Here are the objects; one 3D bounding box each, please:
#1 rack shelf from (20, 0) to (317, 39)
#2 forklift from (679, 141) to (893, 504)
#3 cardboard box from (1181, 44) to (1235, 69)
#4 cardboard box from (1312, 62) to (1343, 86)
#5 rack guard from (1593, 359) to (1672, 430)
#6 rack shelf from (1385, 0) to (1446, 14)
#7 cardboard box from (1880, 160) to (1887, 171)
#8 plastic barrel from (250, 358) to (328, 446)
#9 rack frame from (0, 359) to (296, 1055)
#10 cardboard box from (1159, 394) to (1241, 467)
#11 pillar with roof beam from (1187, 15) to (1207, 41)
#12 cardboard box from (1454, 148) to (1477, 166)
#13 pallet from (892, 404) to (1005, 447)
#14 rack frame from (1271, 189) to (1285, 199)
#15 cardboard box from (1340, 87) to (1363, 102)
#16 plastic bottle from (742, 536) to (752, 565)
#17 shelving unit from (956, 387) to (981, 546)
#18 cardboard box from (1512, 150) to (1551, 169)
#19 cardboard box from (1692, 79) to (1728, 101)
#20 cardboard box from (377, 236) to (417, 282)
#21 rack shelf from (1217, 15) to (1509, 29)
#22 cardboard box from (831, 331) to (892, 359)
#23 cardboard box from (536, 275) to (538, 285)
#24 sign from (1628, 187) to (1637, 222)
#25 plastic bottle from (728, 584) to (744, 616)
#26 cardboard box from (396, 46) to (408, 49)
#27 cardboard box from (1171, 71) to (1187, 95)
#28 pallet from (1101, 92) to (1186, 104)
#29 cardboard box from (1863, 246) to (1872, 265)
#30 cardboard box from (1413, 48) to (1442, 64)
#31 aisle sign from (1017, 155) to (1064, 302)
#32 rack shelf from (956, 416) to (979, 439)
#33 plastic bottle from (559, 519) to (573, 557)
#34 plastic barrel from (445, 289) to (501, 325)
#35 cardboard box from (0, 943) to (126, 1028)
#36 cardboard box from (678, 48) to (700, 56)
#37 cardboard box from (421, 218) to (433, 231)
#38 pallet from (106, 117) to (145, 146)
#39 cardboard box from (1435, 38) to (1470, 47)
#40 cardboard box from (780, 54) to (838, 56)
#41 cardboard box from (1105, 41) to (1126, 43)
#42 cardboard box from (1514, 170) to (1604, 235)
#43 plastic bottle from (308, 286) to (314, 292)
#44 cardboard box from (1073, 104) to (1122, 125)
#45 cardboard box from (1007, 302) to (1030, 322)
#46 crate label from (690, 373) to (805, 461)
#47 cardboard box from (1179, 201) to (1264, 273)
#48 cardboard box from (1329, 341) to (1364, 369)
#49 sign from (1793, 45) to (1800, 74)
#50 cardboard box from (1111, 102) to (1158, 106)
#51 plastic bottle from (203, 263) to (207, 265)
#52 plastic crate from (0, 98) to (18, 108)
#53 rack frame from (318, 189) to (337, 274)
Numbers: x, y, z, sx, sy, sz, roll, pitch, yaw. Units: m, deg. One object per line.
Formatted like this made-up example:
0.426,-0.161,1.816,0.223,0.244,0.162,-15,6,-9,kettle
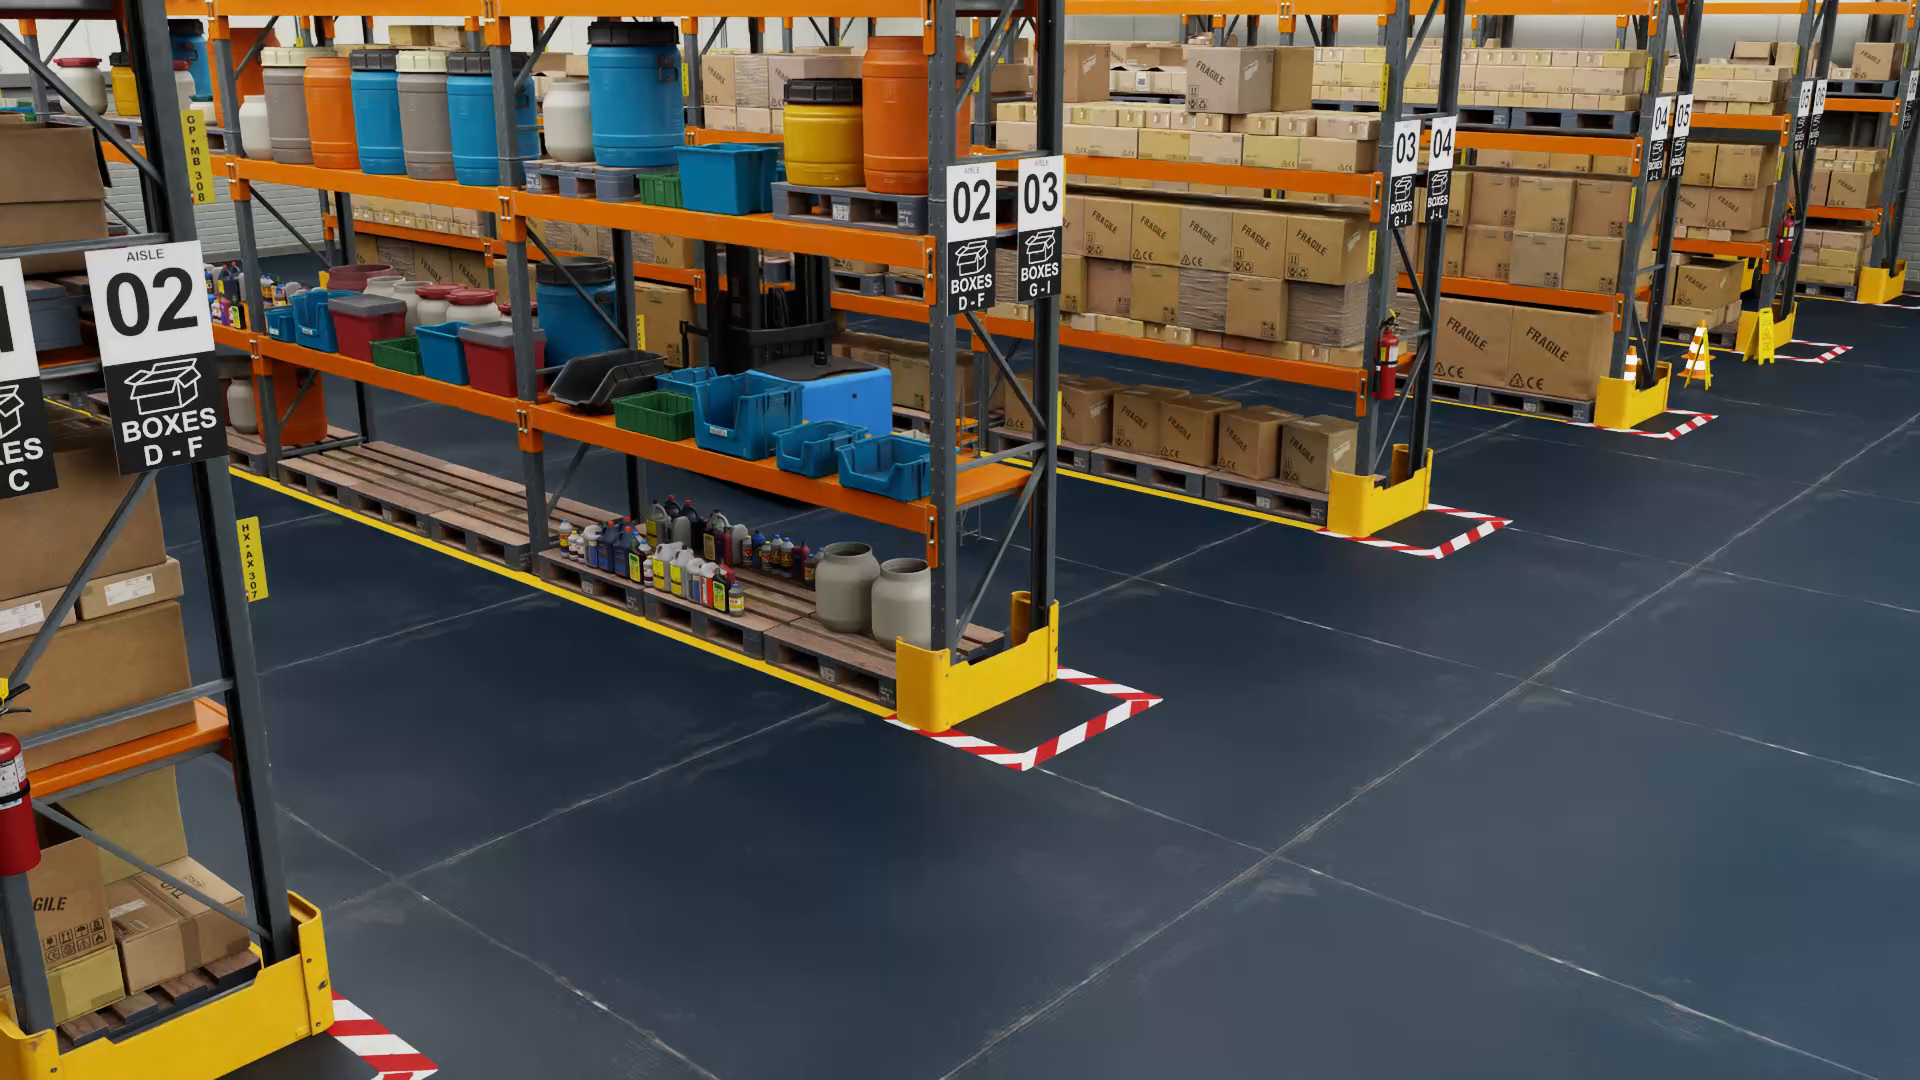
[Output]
-7.273,-4.803,15.220,4.000,0.370,1.077,15,23,39,rack shelf
-1.898,-2.079,14.819,1.130,2.935,3.031,-14,23,-38,forklift
3.706,-7.159,24.887,0.637,0.503,0.797,13,22,36,cardboard box
4.050,-5.081,18.102,0.500,0.250,0.500,15,23,40,cardboard box
6.880,-1.496,16.998,0.348,0.500,1.175,15,23,39,rack guard
1.998,-4.506,13.630,4.000,0.370,1.077,15,23,39,rack shelf
13.282,-5.439,24.055,0.250,0.149,0.380,14,23,38,cardboard box
-6.155,-1.336,15.255,0.708,0.830,0.600,15,23,39,plastic barrel
-3.085,0.651,6.103,0.127,3.000,1.000,15,23,39,rack frame
2.112,-0.970,14.648,0.500,0.500,0.500,-16,23,-41,cardboard box
1.608,-9.594,28.467,0.400,9.000,9.100,15,23,39,pillar with roof beam
6.920,-5.184,23.136,0.500,0.500,0.500,16,23,41,cardboard box
-0.081,-1.220,16.607,1.213,0.211,1.003,15,23,39,pallet
3.870,-3.495,19.165,0.127,3.000,1.000,15,23,39,rack frame
4.297,-4.801,17.877,0.250,0.149,0.380,15,23,39,cardboard box
-1.502,0.070,11.831,0.097,0.201,0.097,0,18,0,plastic bottle
0.011,-0.569,12.921,0.189,1.200,0.258,15,23,39,shelving unit
7.633,-5.056,21.775,0.500,0.500,0.700,15,23,40,cardboard box
9.143,-5.478,20.212,0.500,0.250,0.500,15,23,39,cardboard box
-7.261,-3.697,22.620,0.875,0.875,0.875,15,23,39,cardboard box
5.584,-7.363,23.285,4.000,0.370,1.077,15,23,39,rack shelf
-1.123,-1.864,17.430,0.700,0.500,0.500,-16,24,-41,cardboard box
-4.321,-2.884,20.057,0.875,0.875,1.225,14,22,37,cardboard box
6.491,-3.237,16.046,0.005,0.325,0.100,15,23,39,sign
-1.459,0.385,10.838,0.097,0.201,0.097,0,18,0,plastic bottle
-6.803,-6.114,21.435,0.500,0.500,0.700,16,24,42,cardboard box
2.800,-5.299,19.280,0.500,0.250,0.500,15,23,39,cardboard box
2.233,-5.297,20.196,1.213,0.211,1.003,16,24,42,pallet
13.150,-4.225,24.491,0.500,0.250,0.500,16,23,40,cardboard box
4.869,-5.028,17.274,0.250,0.149,0.380,15,23,39,cardboard box
0.454,-1.760,9.402,0.004,0.787,0.394,15,23,39,aisle sign
0.011,-0.870,12.826,0.180,0.103,0.258,15,23,39,rack shelf
-2.838,-0.019,11.995,0.097,0.271,0.097,0,18,0,plastic bottle
-3.904,-1.726,13.368,0.433,0.535,0.433,0,18,0,plastic barrel
-3.682,1.720,6.584,0.500,0.250,0.500,15,23,39,cardboard box
-4.103,-7.297,24.949,0.250,0.149,0.380,16,24,41,cardboard box
-6.697,-4.073,21.403,0.250,0.149,0.380,16,23,40,cardboard box
-7.268,-3.856,15.657,1.213,0.211,1.003,15,23,39,pallet
8.204,-8.008,27.402,0.500,0.500,0.700,14,23,38,cardboard box
-1.576,-4.772,17.239,0.500,0.500,0.500,15,23,39,cardboard box
3.092,-9.354,31.598,0.500,0.250,0.500,16,23,40,cardboard box
6.137,-3.451,16.993,0.550,0.550,0.875,15,23,39,cardboard box
-5.955,-2.204,15.310,0.097,0.271,0.097,0,18,0,plastic bottle
1.186,-3.669,14.345,0.250,0.149,0.380,16,24,41,cardboard box
0.641,-2.109,15.214,0.250,0.149,0.380,15,23,39,cardboard box
-1.350,-0.795,10.598,0.616,0.435,0.502,15,23,39,crate label
2.168,-2.511,13.754,0.500,0.500,0.500,15,23,39,cardboard box
3.144,-1.481,13.234,0.250,0.149,0.380,15,23,39,cardboard box
9.688,-5.562,19.257,0.005,0.325,0.100,15,23,39,sign
1.545,-3.787,14.715,0.250,0.149,0.380,14,22,38,cardboard box
-7.609,-2.639,16.673,0.135,0.276,0.152,15,23,39,plastic bottle
-10.308,-4.540,17.696,0.530,0.282,0.437,15,23,39,plastic crate
-8.473,-4.803,23.285,0.127,3.000,1.000,15,23,39,rack frame
